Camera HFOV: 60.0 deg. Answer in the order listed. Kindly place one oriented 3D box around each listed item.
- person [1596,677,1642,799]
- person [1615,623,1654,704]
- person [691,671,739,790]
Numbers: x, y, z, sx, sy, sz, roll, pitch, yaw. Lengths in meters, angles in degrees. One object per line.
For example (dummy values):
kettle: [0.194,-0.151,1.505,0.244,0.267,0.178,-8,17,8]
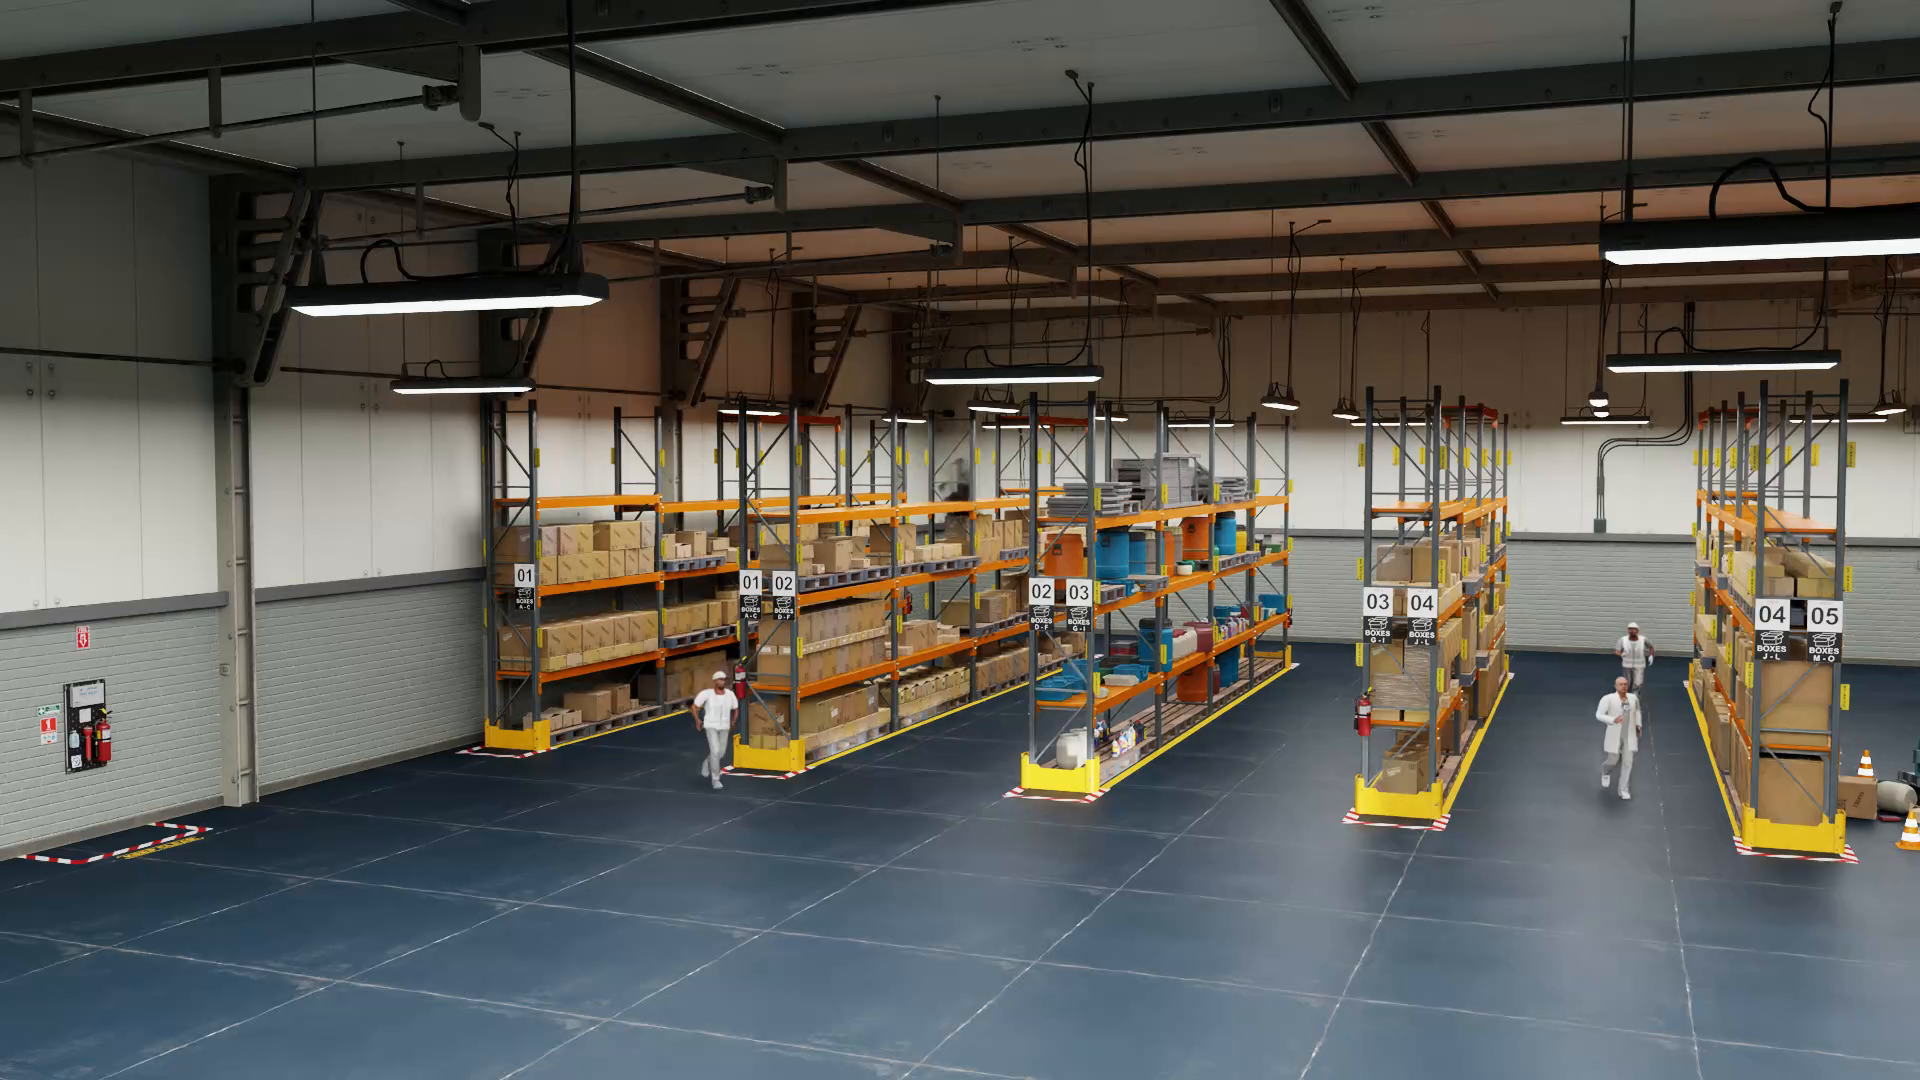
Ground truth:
person: [9.760,2.898,24.603,0.691,1.753,0.901,0,3,3]
person: [13.151,2.507,32.454,0.697,1.814,0.978,1,3,25]
person: [-3.717,2.884,25.458,0.730,1.750,0.765,-2,3,-30]
